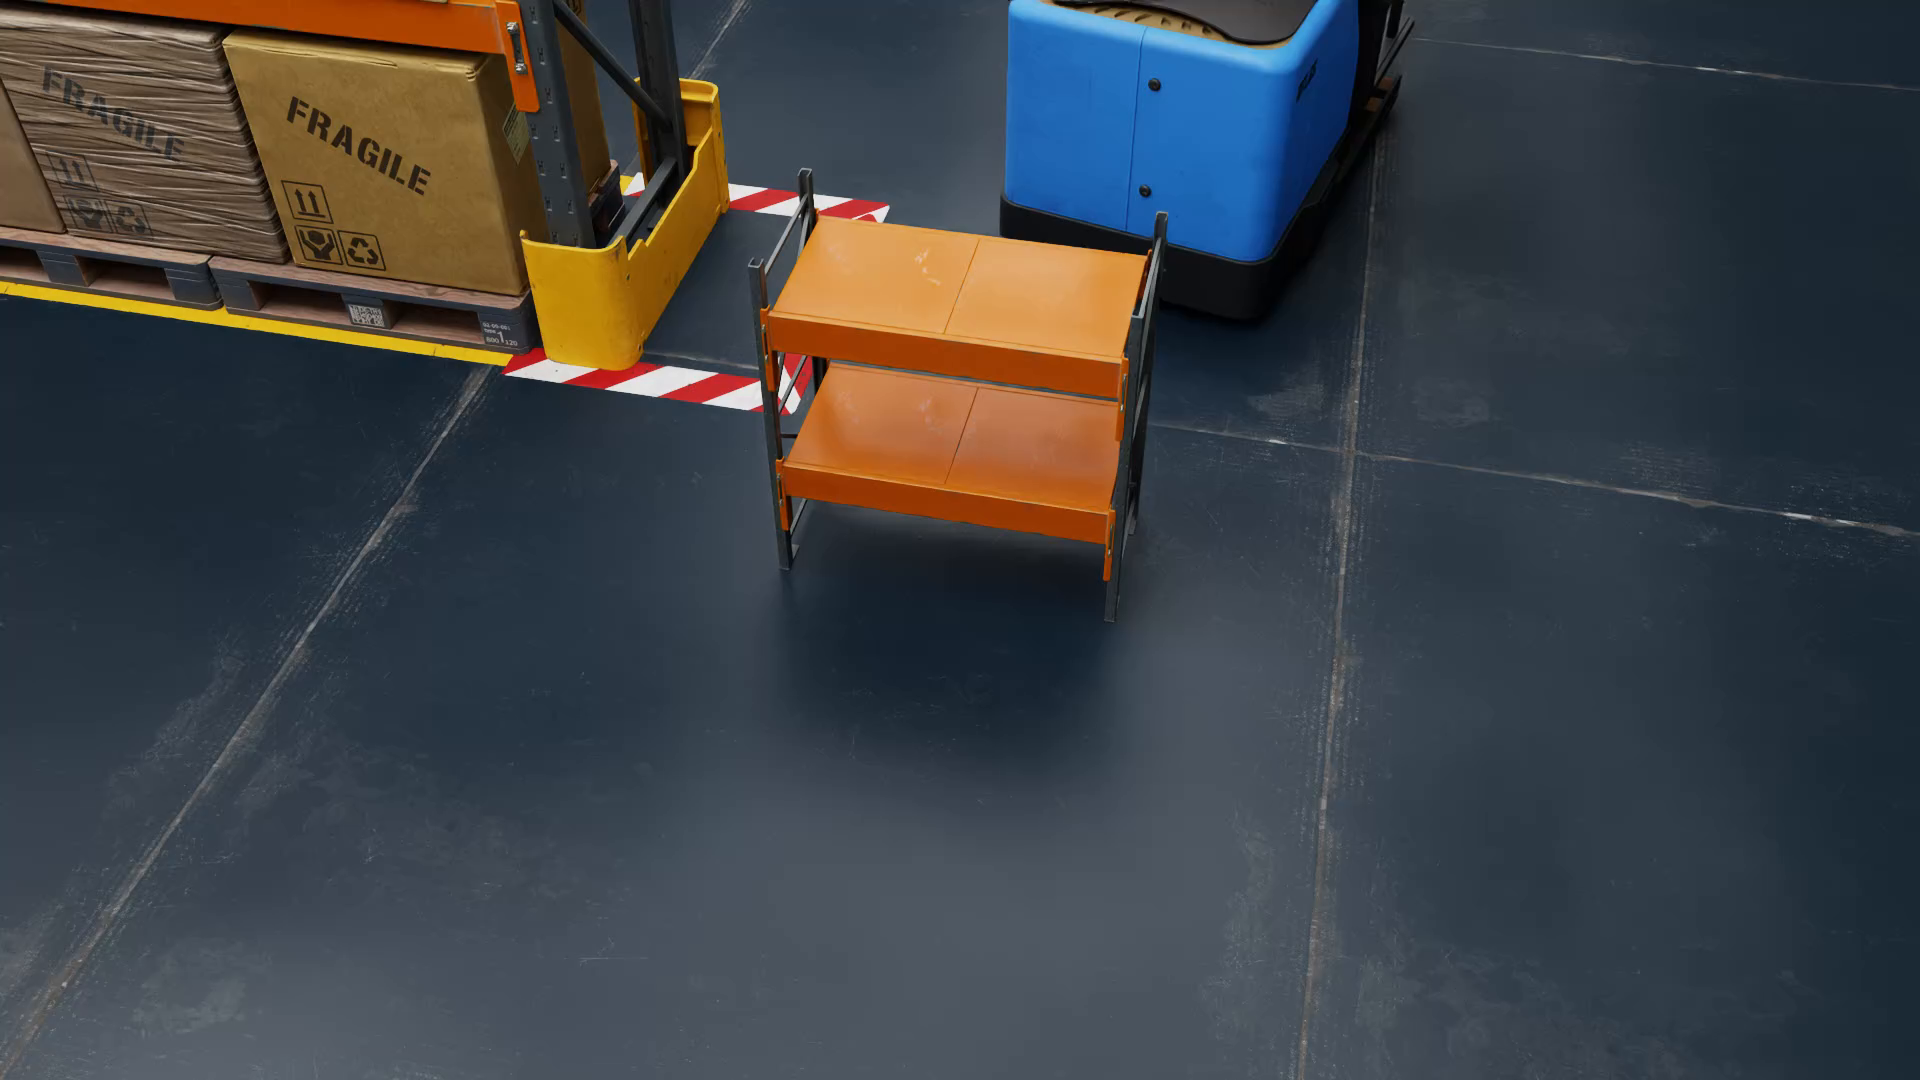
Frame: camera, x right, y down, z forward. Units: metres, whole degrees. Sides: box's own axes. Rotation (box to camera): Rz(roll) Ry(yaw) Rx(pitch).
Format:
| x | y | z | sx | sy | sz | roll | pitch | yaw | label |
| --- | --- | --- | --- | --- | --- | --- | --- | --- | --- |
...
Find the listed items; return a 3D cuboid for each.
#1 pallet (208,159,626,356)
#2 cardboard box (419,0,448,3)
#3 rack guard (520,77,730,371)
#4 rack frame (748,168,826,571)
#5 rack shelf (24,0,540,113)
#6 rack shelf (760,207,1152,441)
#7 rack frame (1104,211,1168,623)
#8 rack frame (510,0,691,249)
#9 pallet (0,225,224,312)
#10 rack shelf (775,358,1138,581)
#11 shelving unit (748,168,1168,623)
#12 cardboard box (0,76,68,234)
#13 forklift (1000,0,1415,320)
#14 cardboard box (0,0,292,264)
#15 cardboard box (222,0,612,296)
| x | y | z | sx | sy | sz | roll | pitch | yaw | label |
| --- | --- | --- | --- | --- | --- | --- | --- | --- | --- |
| -2.021 | -1.157 | 6.300 | 1.213 | 0.211 | 1.003 | 9 | 45 | 9 | pallet |
| -1.643 | -1.834 | 5.174 | 0.250 | 0.149 | 0.380 | 10 | 45 | 10 | cardboard box |
| -1.200 | -1.189 | 6.125 | 0.348 | 0.500 | 1.175 | 9 | 45 | 9 | rack guard |
| -0.489 | -0.481 | 4.939 | 0.032 | 1.125 | 0.500 | 9 | 45 | 9 | rack frame |
| -3.175 | -2.137 | 5.826 | 4.000 | 0.370 | 1.077 | 9 | 45 | 9 | rack shelf |
| 0.007 | -0.615 | 4.656 | 1.000 | 0.278 | 0.538 | 9 | 45 | 9 | rack shelf |
| 0.503 | -0.327 | 4.779 | 0.032 | 1.125 | 0.500 | 9 | 45 | 9 | rack frame |
| -1.224 | -2.094 | 5.262 | 0.127 | 3.000 | 1.000 | 9 | 45 | 9 | rack frame |
| -3.208 | -1.343 | 6.493 | 1.213 | 0.211 | 1.003 | 9 | 45 | 9 | pallet |
| 0.007 | -0.228 | 5.028 | 1.000 | 0.278 | 0.538 | 9 | 45 | 9 | rack shelf |
| 0.007 | -0.404 | 4.859 | 1.048 | 1.125 | 0.538 | 9 | 45 | 9 | shelving unit |
| -3.622 | -1.795 | 6.181 | 0.875 | 0.875 | 0.875 | 9 | 45 | 9 | cardboard box |
| 1.234 | -2.874 | 6.122 | 1.130 | 2.935 | 3.031 | 18 | 47 | 18 | forklift |
| -2.754 | -1.660 | 6.041 | 0.875 | 0.875 | 0.875 | 9 | 45 | 9 | cardboard box |
| -1.866 | -1.522 | 5.898 | 0.875 | 0.875 | 0.875 | 9 | 45 | 9 | cardboard box |
